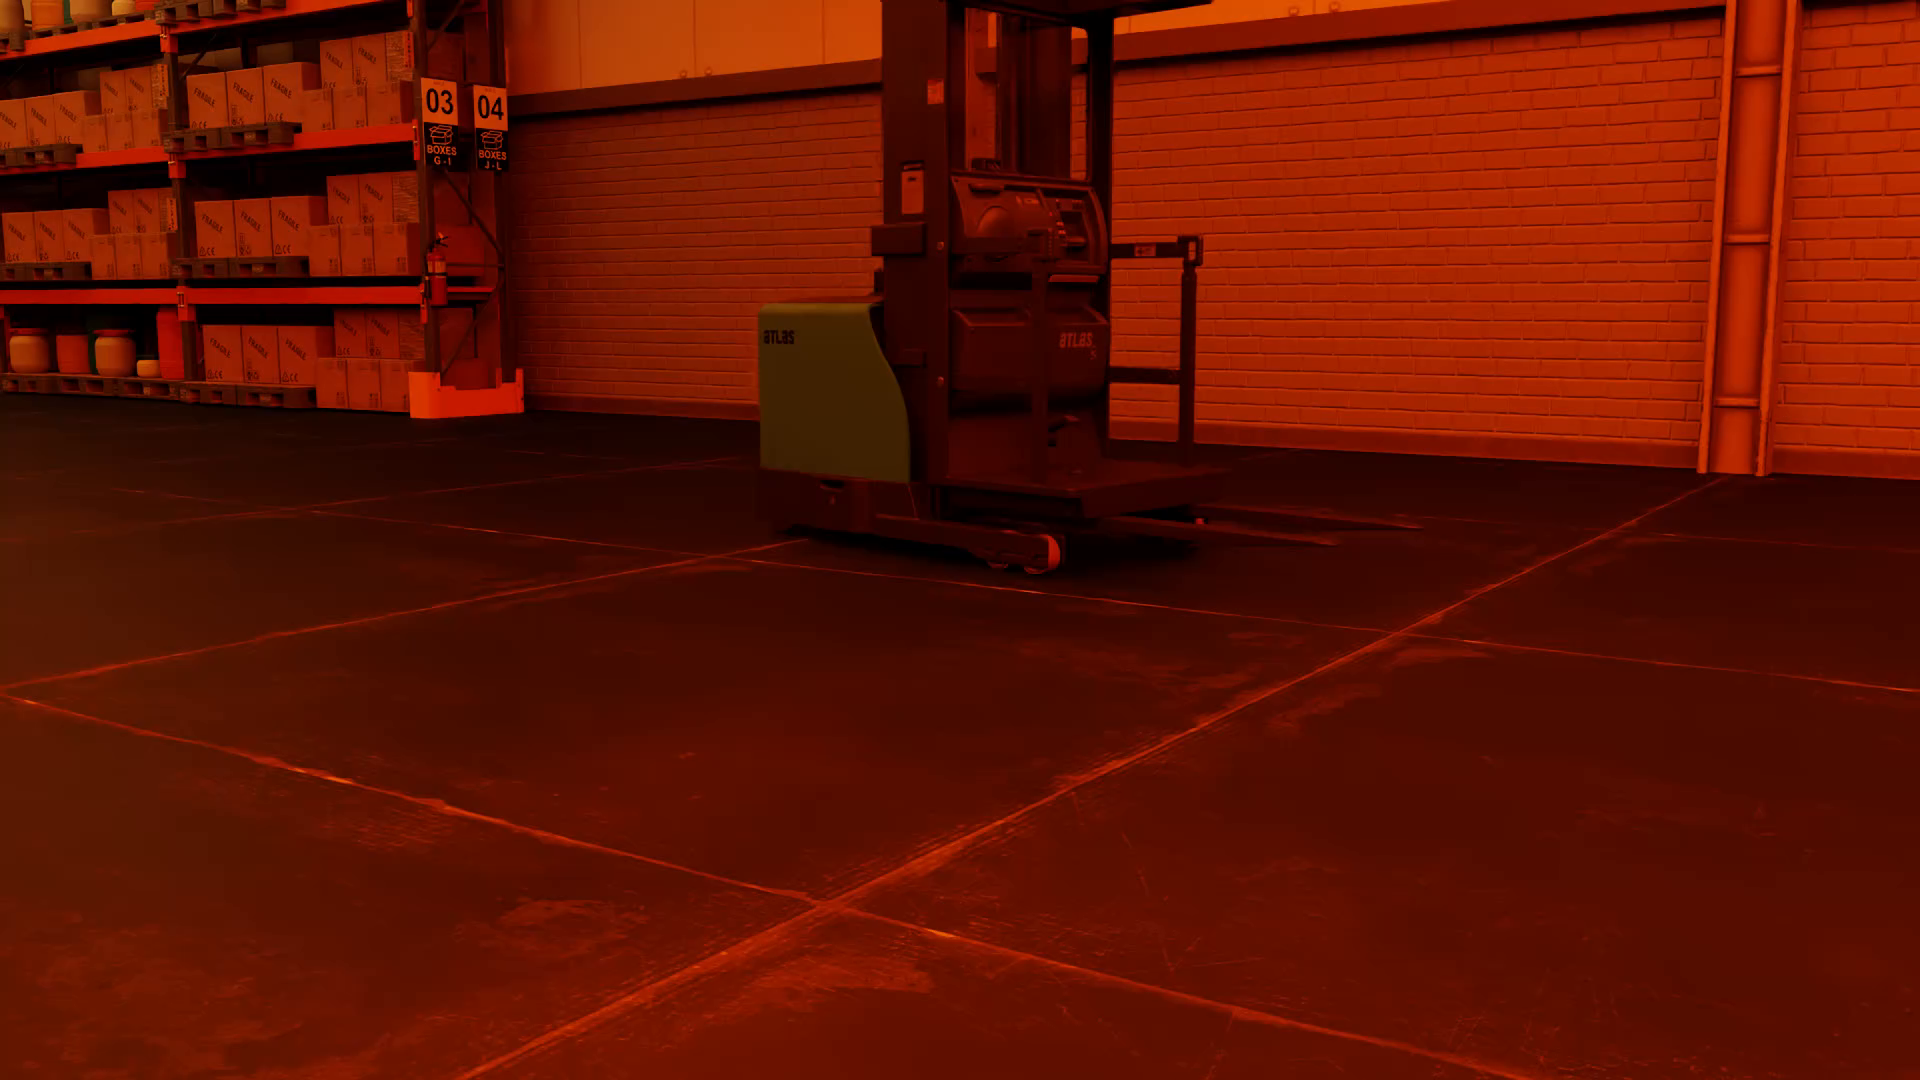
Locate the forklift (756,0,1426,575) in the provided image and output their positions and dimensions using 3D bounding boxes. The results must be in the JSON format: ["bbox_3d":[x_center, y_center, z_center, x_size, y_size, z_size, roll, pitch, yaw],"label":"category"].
[{"bbox_3d":[0.459,-1.393,6.987,3.031,2.935,1.130,8,11,43],"label":"forklift"}]
